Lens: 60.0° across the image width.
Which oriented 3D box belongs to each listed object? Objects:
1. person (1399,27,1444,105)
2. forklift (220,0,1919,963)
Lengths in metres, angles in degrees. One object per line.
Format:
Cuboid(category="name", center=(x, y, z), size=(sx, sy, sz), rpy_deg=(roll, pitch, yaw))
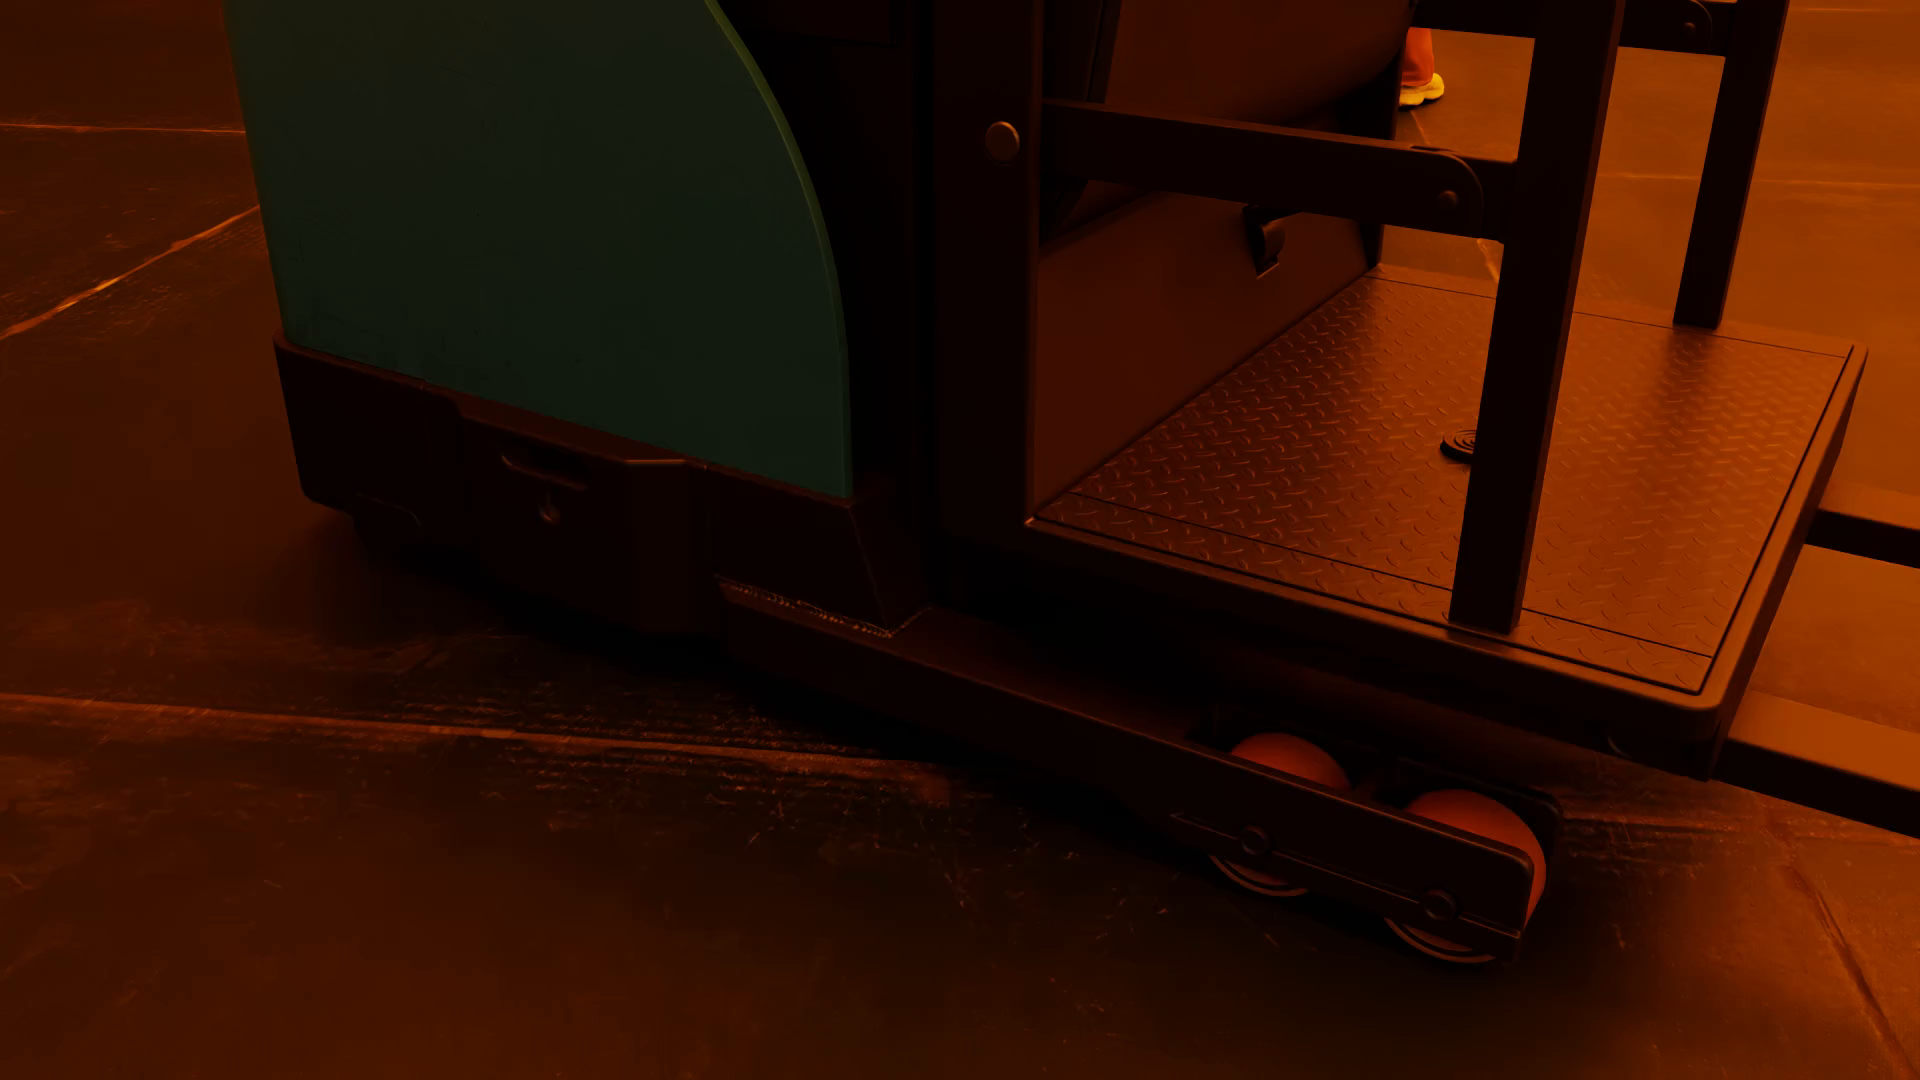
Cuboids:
Cuboid(category="person", center=(1.214, -2.133, 4.883), size=(0.554, 1.673, 0.548), rpy_deg=(11, 28, 20))
Cuboid(category="forklift", center=(0.525, -1.163, 1.548), size=(3.031, 2.935, 1.130), rpy_deg=(16, 31, 29))
